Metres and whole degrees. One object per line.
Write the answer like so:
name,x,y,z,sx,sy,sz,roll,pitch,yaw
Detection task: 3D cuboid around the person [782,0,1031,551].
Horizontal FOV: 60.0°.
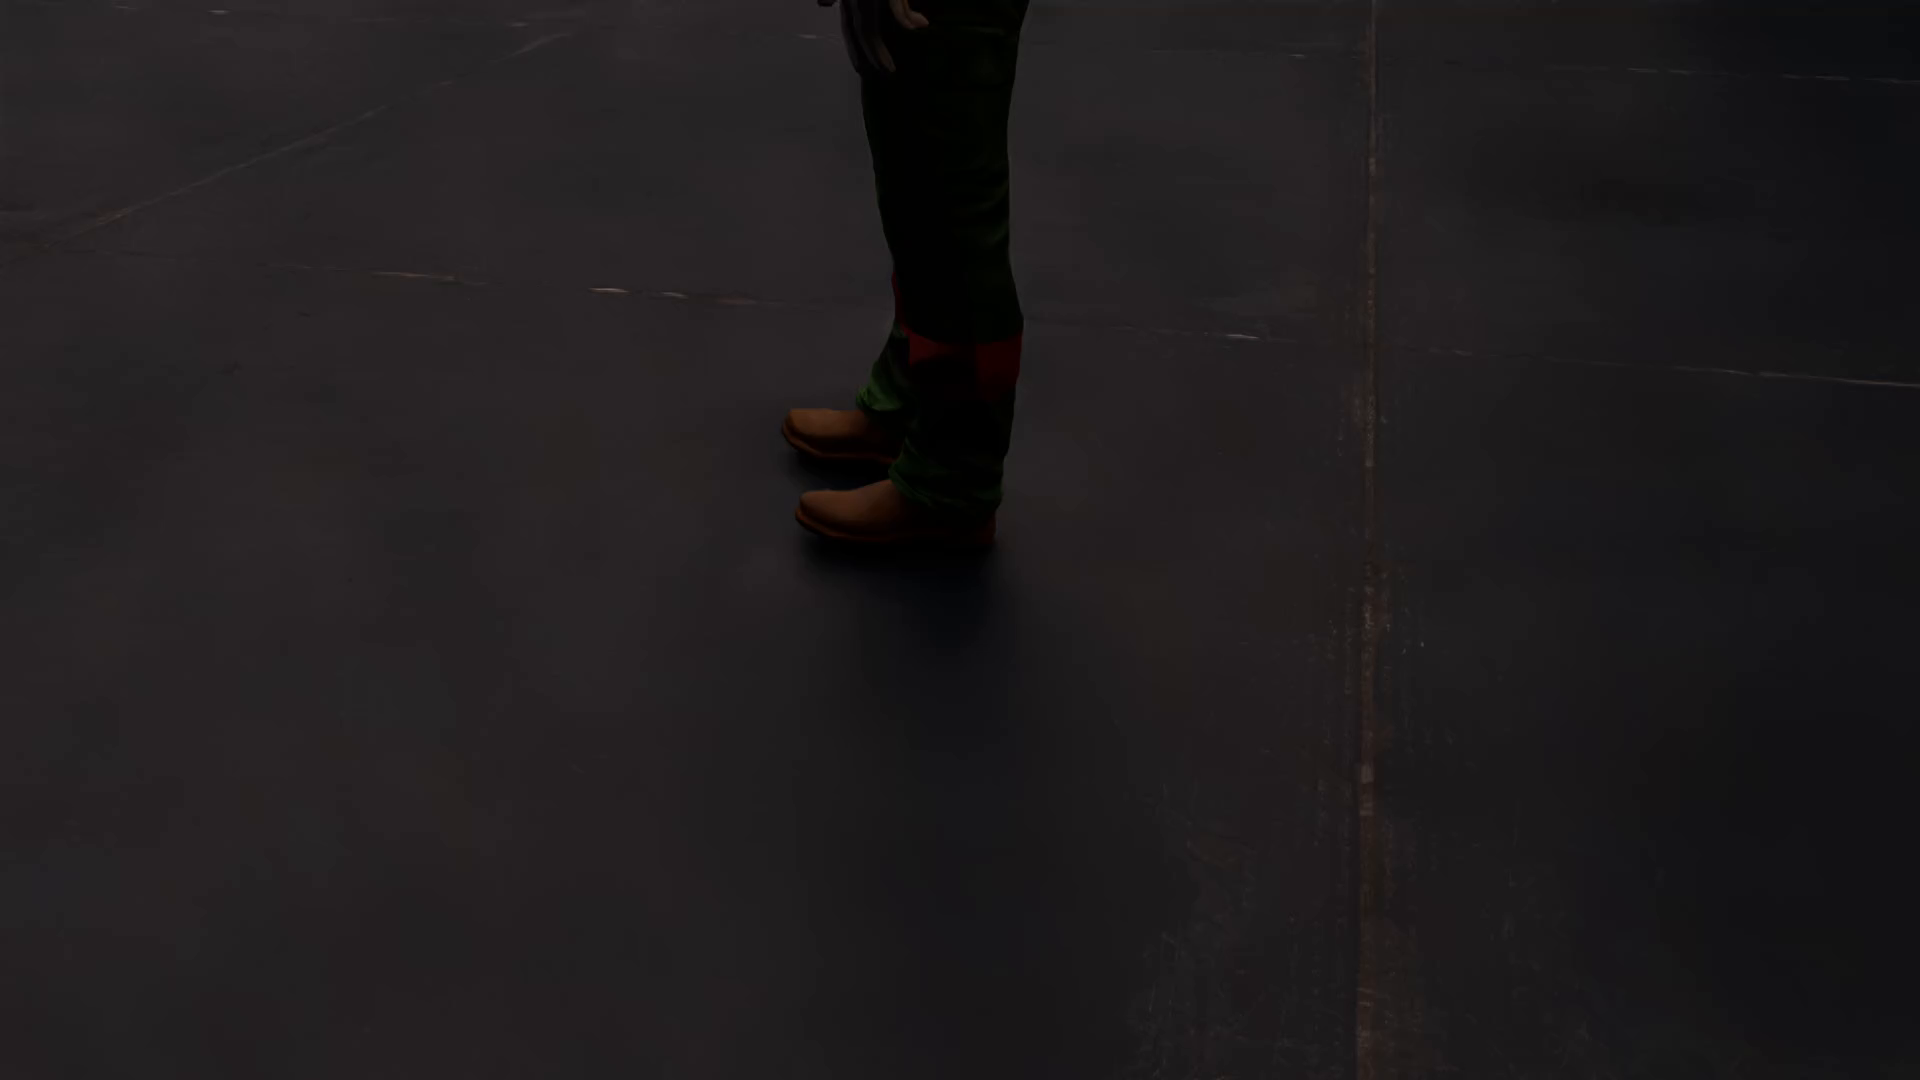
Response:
person,-0.078,-0.816,2.121,0.559,1.783,0.637,6,27,11
